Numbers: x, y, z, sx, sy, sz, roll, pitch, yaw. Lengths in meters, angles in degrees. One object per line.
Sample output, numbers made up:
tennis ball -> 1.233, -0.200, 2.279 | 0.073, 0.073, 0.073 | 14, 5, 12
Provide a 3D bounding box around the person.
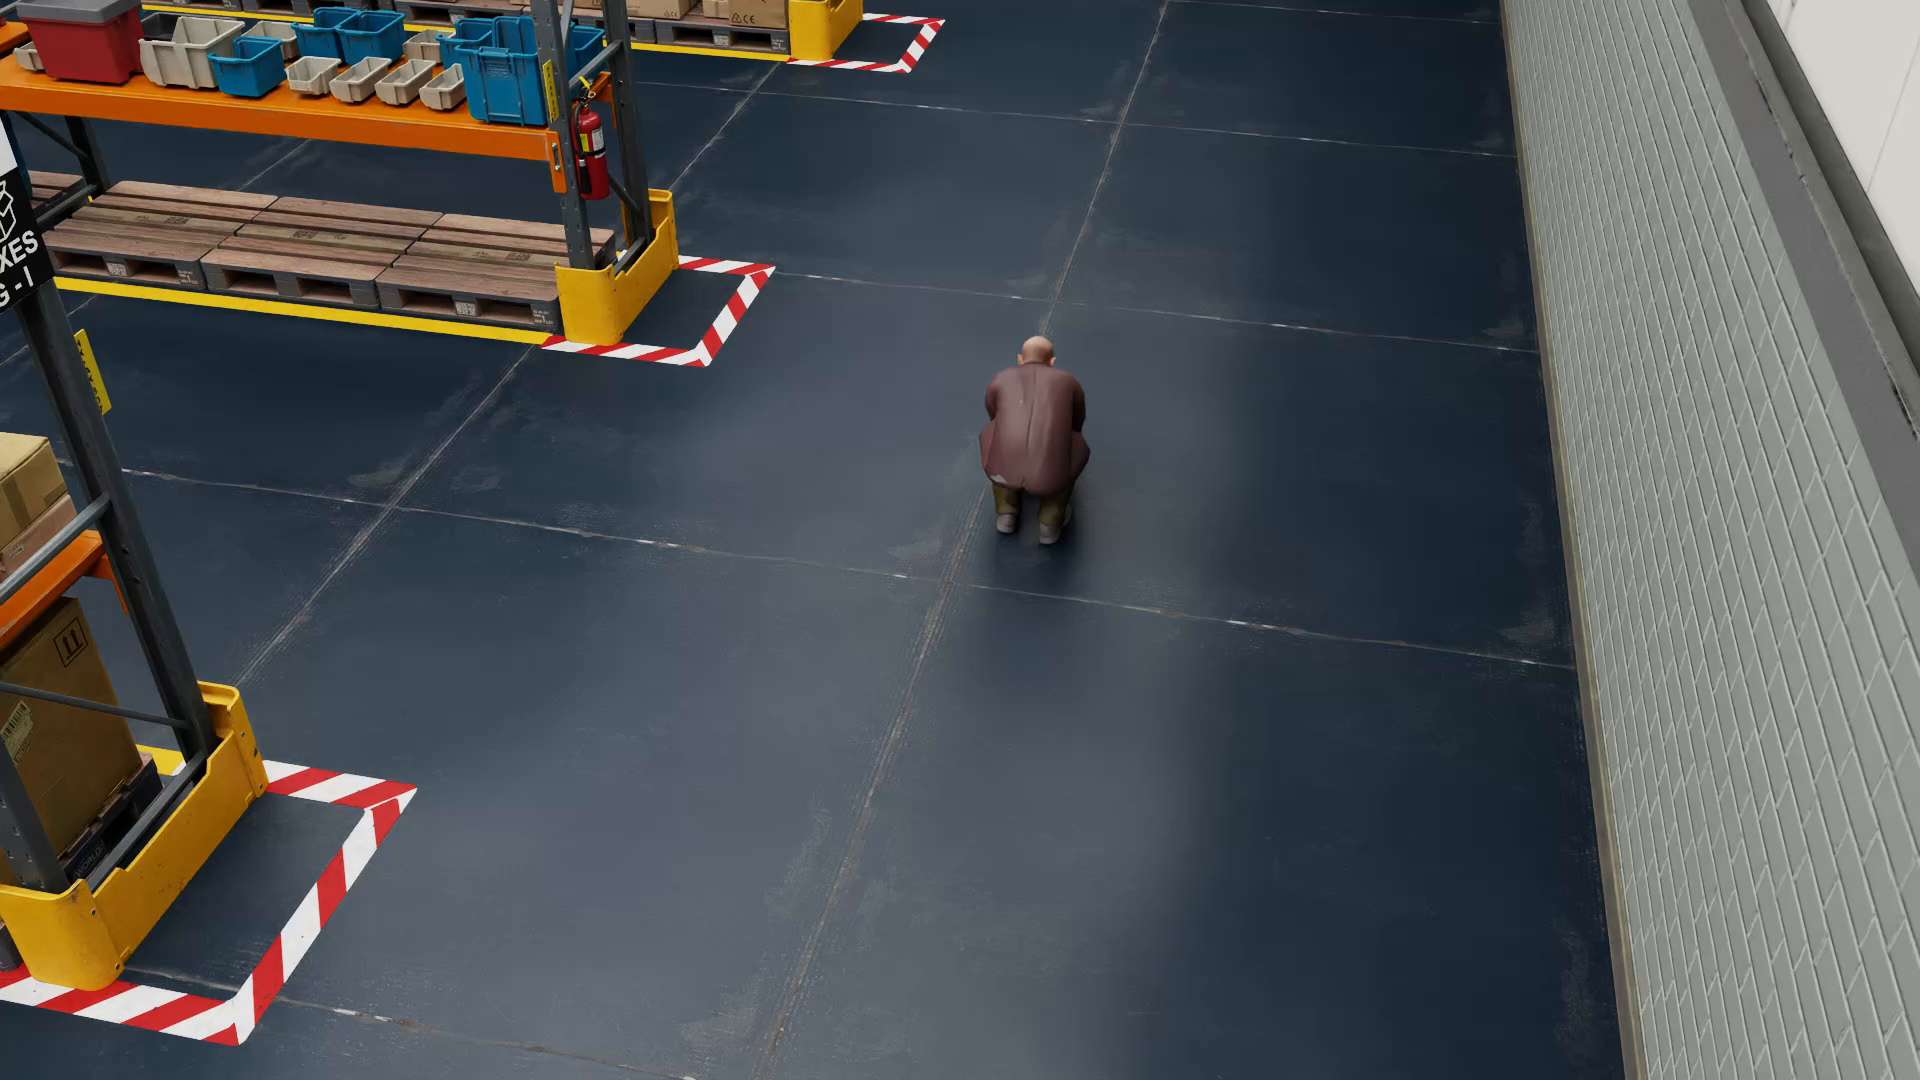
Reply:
person -> 0.397, -0.662, 8.439 | 0.563, 1.127, 0.950 | 6, 37, 8
